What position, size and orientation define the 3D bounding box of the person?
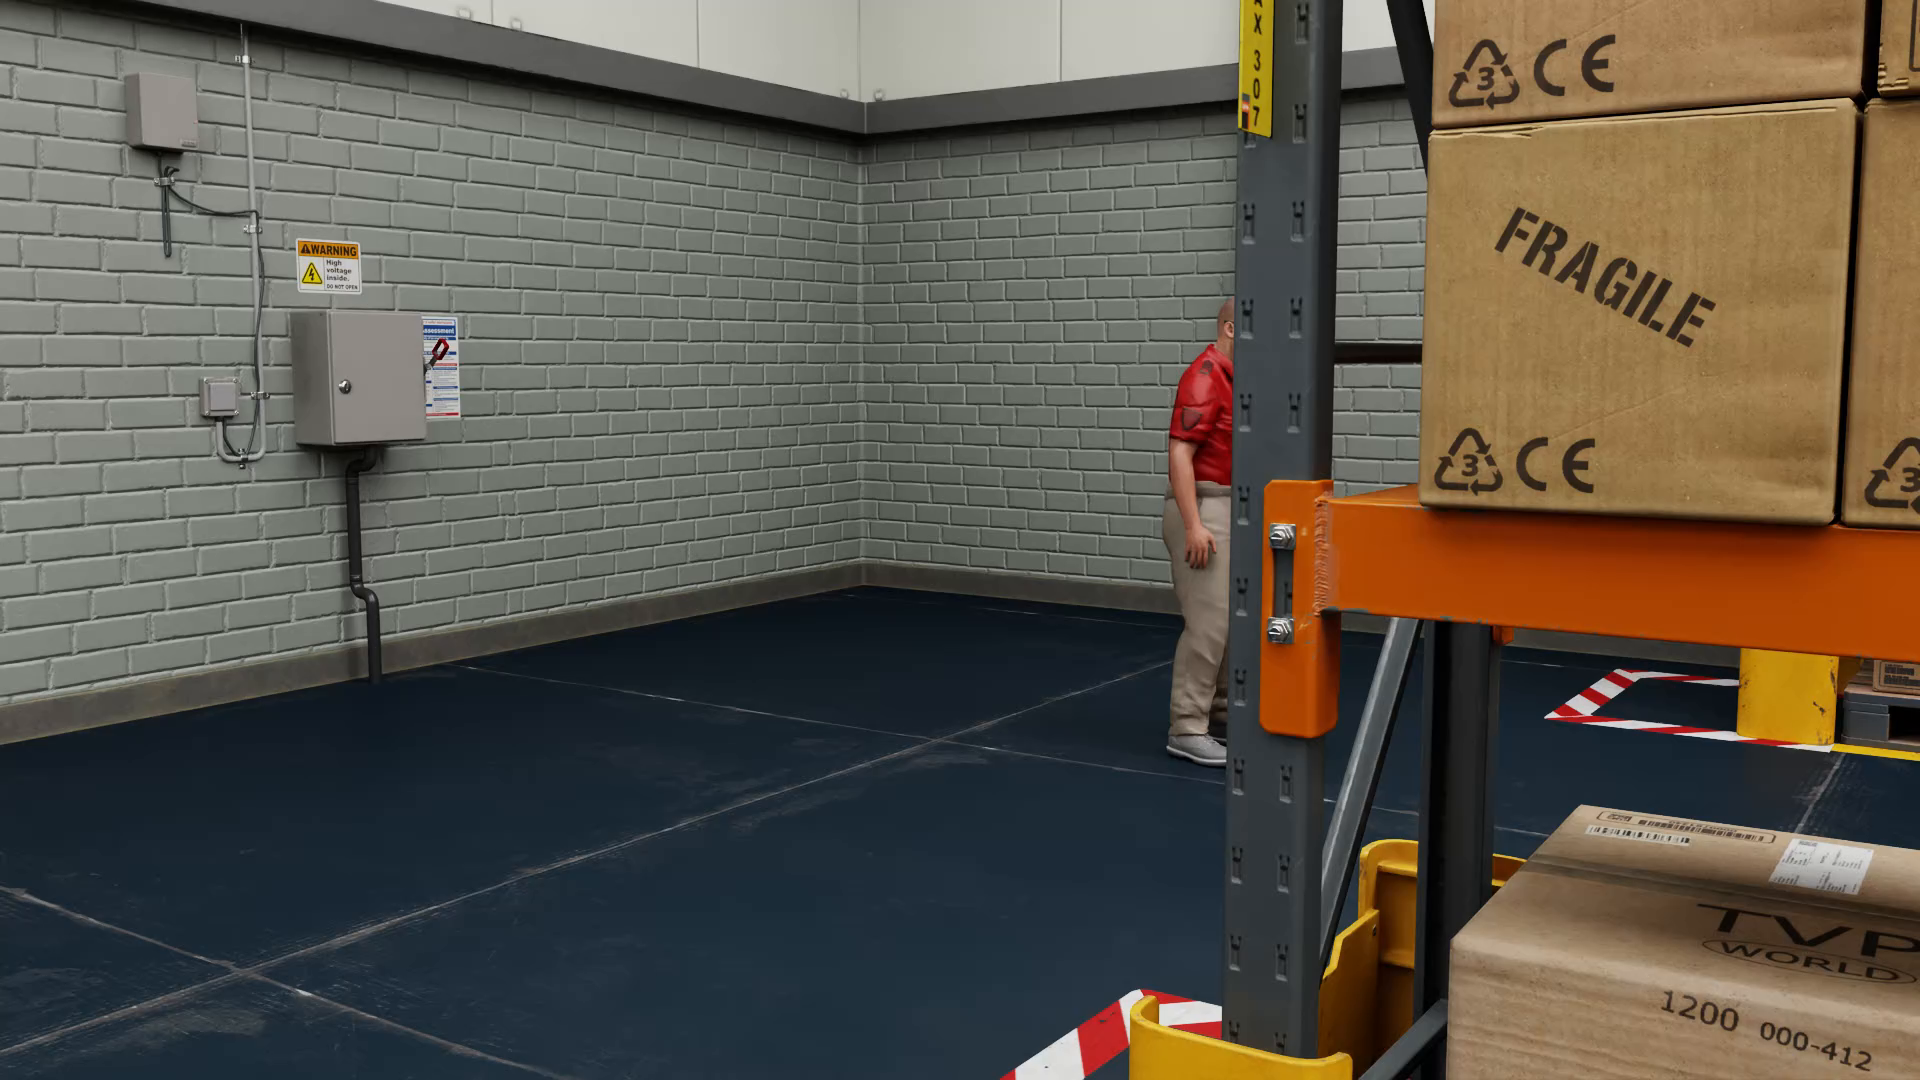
[{"bbox_3d":[1.006,-0.051,6.309,0.428,1.726,0.585,4,8,34],"label":"person"}]
